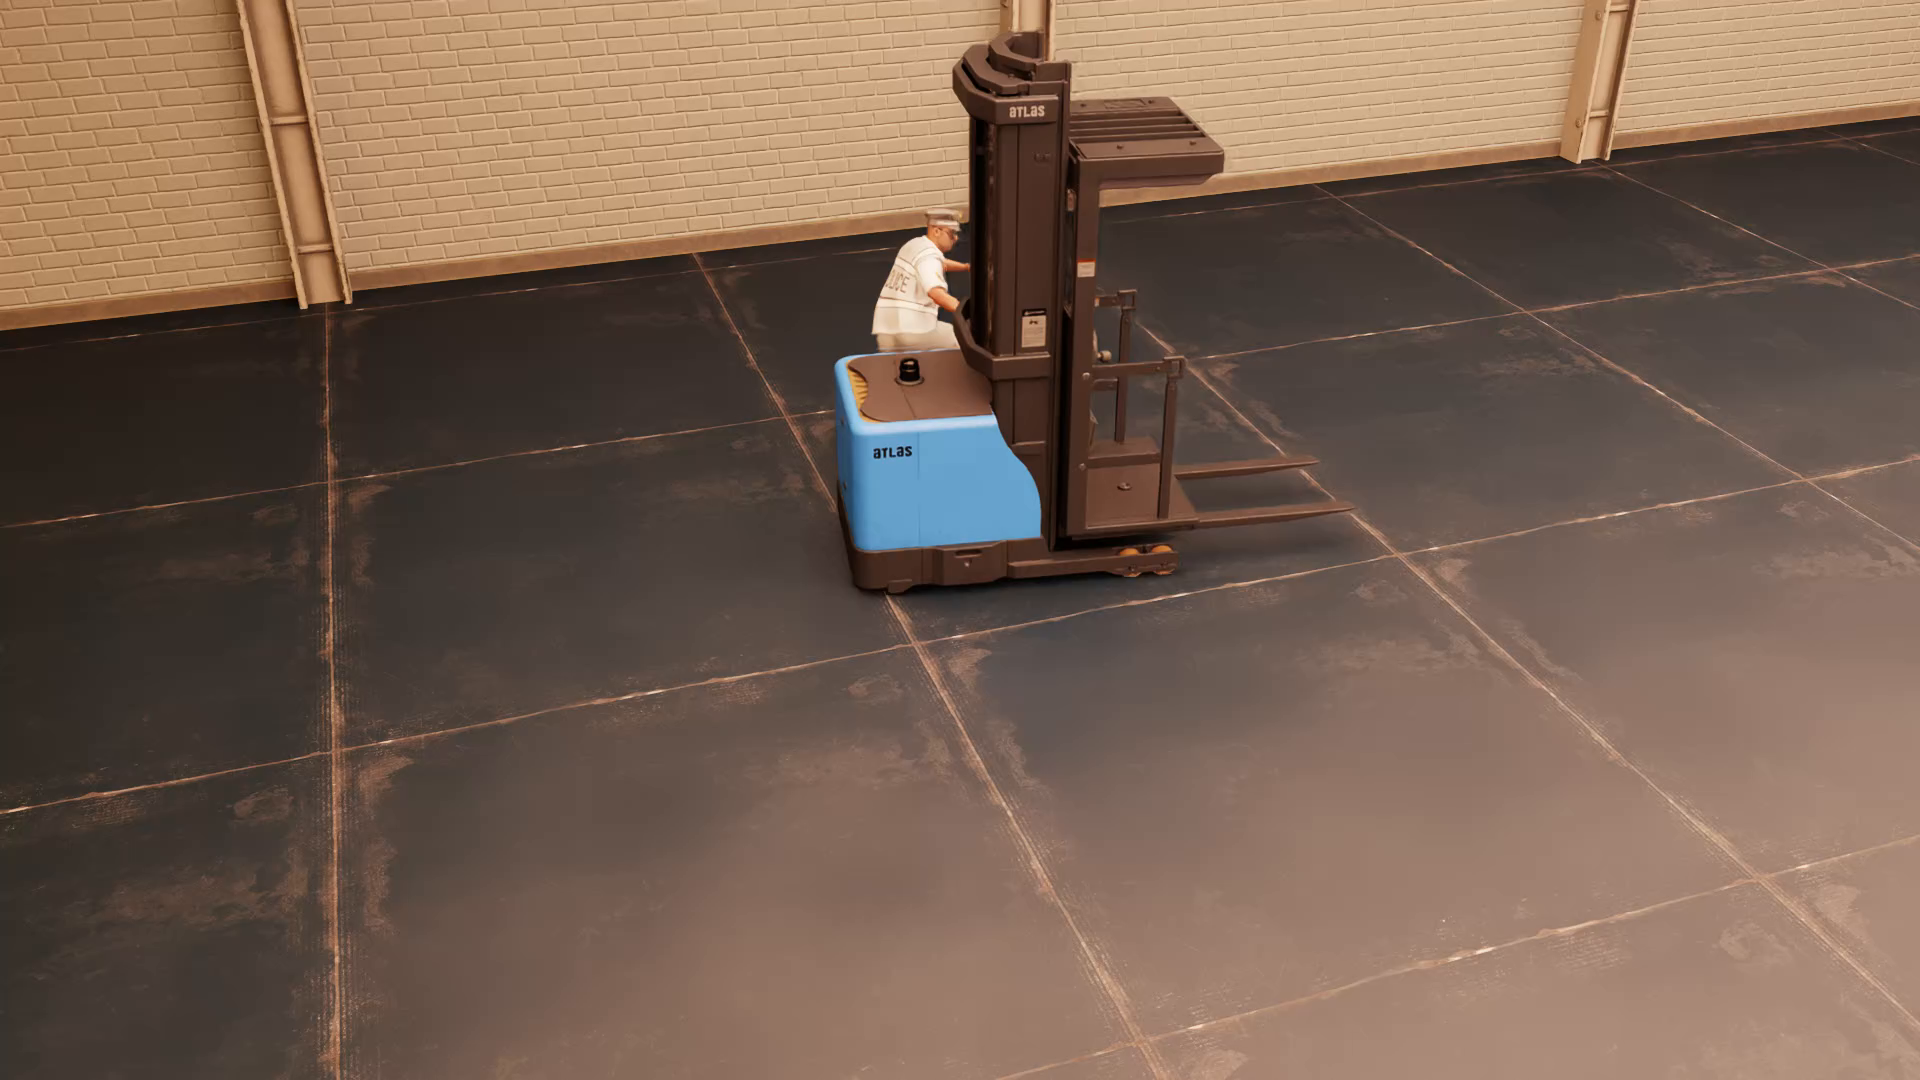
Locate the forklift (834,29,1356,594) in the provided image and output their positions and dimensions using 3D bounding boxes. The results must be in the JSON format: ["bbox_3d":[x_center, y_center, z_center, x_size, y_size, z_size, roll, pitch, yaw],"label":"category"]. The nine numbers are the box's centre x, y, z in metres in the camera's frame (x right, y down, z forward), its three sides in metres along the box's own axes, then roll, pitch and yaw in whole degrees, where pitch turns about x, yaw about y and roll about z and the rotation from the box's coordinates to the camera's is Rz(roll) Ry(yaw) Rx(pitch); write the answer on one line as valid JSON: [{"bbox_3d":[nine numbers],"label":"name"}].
[{"bbox_3d":[0.816,-1.308,9.360,3.031,2.935,1.130,-5,30,-8],"label":"forklift"}]

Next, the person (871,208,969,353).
[{"bbox_3d":[-0.078,-1.398,10.935,0.936,1.515,0.999,-23,37,-34],"label":"person"}]
